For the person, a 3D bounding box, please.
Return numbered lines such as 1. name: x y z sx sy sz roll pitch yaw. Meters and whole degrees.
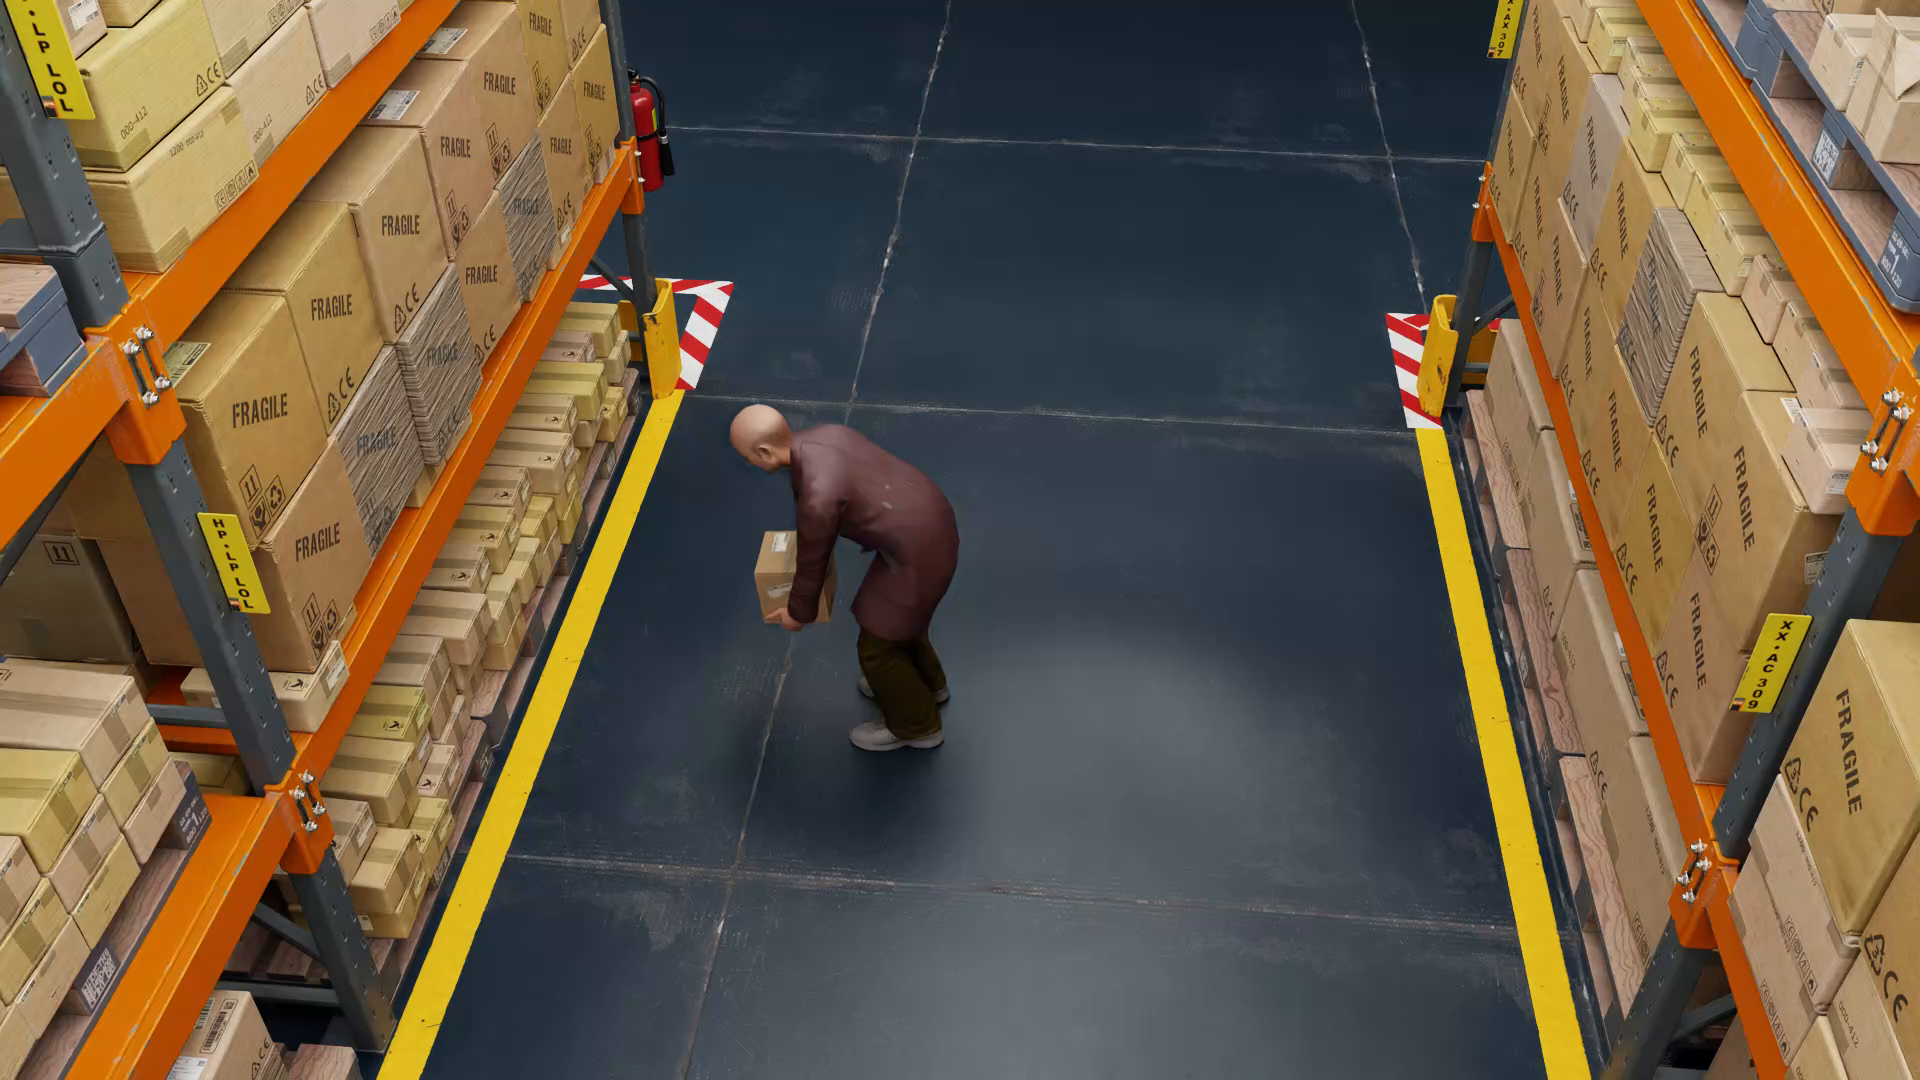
1. person: -0.404 0.130 6.235 0.806 1.495 0.556 2 40 3
